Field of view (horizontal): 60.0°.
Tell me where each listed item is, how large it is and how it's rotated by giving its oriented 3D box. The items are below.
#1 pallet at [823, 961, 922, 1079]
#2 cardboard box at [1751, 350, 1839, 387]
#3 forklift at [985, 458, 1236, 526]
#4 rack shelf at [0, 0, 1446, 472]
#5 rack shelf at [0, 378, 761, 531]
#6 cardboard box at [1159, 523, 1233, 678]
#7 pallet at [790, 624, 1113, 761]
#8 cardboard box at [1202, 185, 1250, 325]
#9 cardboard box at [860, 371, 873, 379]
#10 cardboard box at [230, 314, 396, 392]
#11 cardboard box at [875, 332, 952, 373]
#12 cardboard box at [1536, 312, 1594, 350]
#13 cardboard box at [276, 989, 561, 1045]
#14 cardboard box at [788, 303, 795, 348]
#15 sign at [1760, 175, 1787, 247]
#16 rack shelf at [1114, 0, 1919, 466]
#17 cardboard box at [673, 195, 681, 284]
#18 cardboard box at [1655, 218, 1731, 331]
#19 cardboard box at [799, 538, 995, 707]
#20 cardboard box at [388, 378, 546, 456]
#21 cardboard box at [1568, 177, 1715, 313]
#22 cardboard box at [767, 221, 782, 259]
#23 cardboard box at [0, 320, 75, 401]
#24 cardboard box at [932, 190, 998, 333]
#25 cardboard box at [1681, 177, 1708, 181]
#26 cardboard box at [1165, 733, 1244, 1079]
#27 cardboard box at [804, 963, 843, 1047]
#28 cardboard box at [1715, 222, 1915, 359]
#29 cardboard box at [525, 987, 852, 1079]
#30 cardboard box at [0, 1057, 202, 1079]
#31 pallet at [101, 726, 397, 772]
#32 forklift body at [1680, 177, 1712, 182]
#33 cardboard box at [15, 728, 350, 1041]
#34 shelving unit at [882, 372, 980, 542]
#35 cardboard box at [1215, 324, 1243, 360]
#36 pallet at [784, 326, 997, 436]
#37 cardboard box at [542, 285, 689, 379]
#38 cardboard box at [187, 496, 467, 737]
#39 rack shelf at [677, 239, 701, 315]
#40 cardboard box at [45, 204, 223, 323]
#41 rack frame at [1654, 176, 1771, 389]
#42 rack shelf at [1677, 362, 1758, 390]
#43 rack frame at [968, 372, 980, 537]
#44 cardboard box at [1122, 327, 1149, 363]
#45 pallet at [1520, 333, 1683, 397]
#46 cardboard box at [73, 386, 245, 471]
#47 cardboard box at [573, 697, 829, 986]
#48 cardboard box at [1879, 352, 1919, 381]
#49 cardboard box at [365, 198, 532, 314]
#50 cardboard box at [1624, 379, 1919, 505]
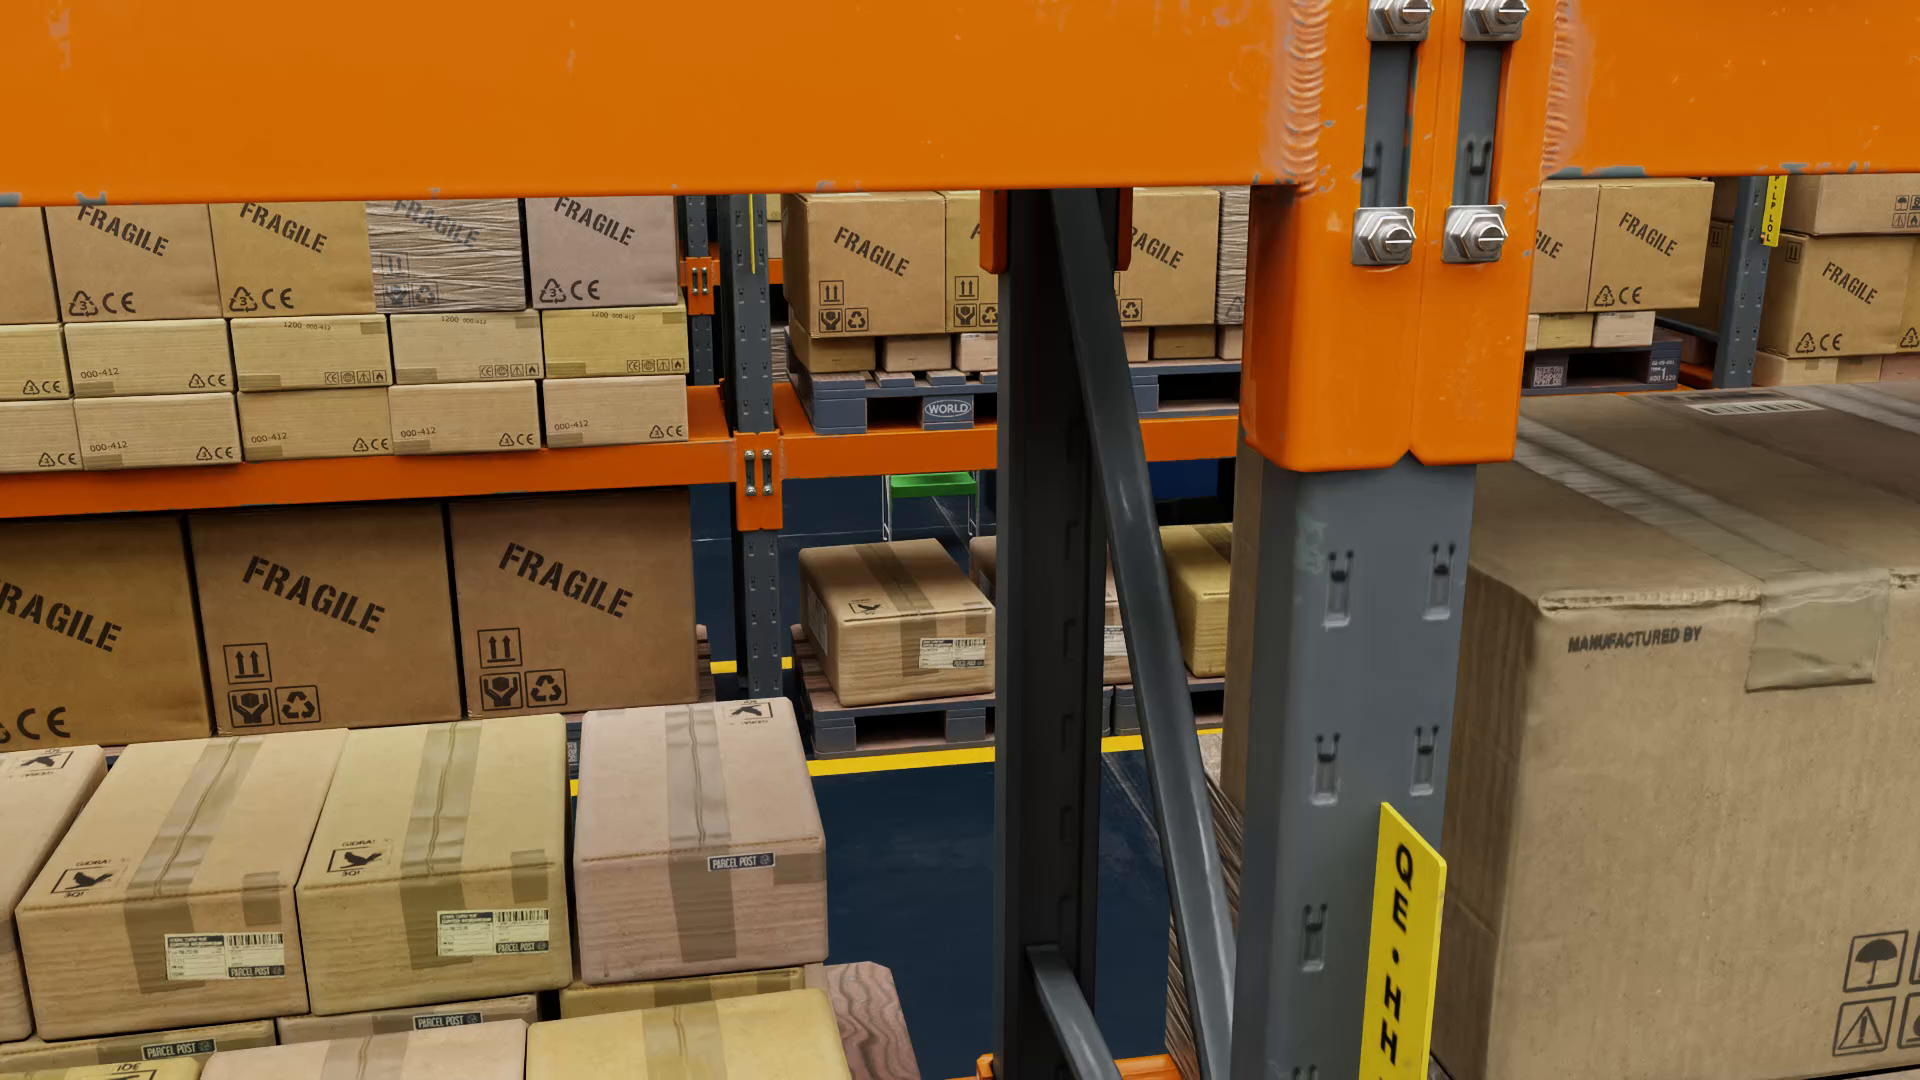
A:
[{"bbox_3d":[-0.478,0.879,1.669,1.003,0.211,1.213,-3,17,-10],"label":"pallet"},{"bbox_3d":[3.460,-0.733,7.016,0.250,0.149,0.380,-3,17,-11],"label":"cardboard box"},{"bbox_3d":[1.719,-1.521,9.272,3.031,2.935,1.130,-4,18,-13],"label":"forklift"},{"bbox_3d":[-1.762,-0.262,1.173,4.000,0.370,1.077,-3,17,-10],"label":"rack shelf"},{"bbox_3d":[-2.801,-0.250,6.241,4.000,0.370,1.077,-3,17,-10],"label":"rack shelf"},{"bbox_3d":[1.188,0.238,7.188,0.625,0.372,0.950,-3,17,-9],"label":"cardboard box"},{"bbox_3d":[-0.069,0.585,7.047,1.213,0.211,1.003,-3,17,-10],"label":"pallet"},{"bbox_3d":[1.172,-1.142,6.529,0.500,0.500,0.500,-4,18,-13],"label":"cardboard box"},{"bbox_3d":[-0.527,-1.271,11.669,0.625,0.625,0.875,-3,17,-9],"label":"cardboard box"},{"bbox_3d":[-2.266,-0.708,5.912,0.500,0.250,0.500,-4,17,-12],"label":"cardboard box"},{"bbox_3d":[-0.199,-0.756,6.377,0.250,0.149,0.380,-4,18,-14],"label":"cardboard box"},{"bbox_3d":[2.375,-0.890,6.815,0.250,0.149,0.380,-4,17,-12],"label":"cardboard box"},{"bbox_3d":[-0.577,0.478,1.851,0.250,0.149,0.380,-2,17,-8],"label":"cardboard box"},{"bbox_3d":[-0.560,-0.872,6.753,0.250,0.149,0.380,-3,17,-8],"label":"cardboard box"},{"bbox_3d":[3.199,-1.321,6.533,0.005,0.325,0.100,-3,17,-10],"label":"sign"},{"bbox_3d":[2.165,-0.485,1.898,4.000,0.370,1.077,-3,17,-10],"label":"rack shelf"},{"bbox_3d":[-1.368,-1.274,6.476,0.500,0.500,0.500,-4,17,-12],"label":"cardboard box"},{"bbox_3d":[3.479,-1.214,7.479,0.500,0.500,0.500,-4,17,-12],"label":"cardboard box"},{"bbox_3d":[-0.280,0.322,6.915,0.625,0.372,0.950,-4,18,-14],"label":"cardboard box"},{"bbox_3d":[-1.783,-0.497,6.077,0.500,0.250,0.500,-3,17,-9],"label":"cardboard box"},{"bbox_3d":[2.680,-1.226,6.804,0.500,0.500,0.500,-4,17,-11],"label":"cardboard box"},{"bbox_3d":[-1.300,-2.018,11.029,0.500,0.250,0.500,-3,17,-10],"label":"cardboard box"},{"bbox_3d":[-3.272,-0.650,5.723,0.500,0.250,0.500,-3,17,-10],"label":"cardboard box"},{"bbox_3d":[0.159,-1.085,6.343,0.500,0.500,0.500,-2,17,-8],"label":"cardboard box"},{"bbox_3d":[5.128,-2.500,12.171,0.500,0.500,0.500,-3,17,-9],"label":"cardboard box"},{"bbox_3d":[0.593,0.566,2.189,0.500,0.500,0.500,-3,17,-10],"label":"cardboard box"},{"bbox_3d":[-0.276,0.603,1.954,0.250,0.149,0.380,-3,17,-11],"label":"cardboard box"},{"bbox_3d":[3.575,-1.062,6.983,0.500,0.500,0.500,-3,17,-11],"label":"cardboard box"},{"bbox_3d":[-0.193,0.511,1.239,0.250,0.149,0.380,-4,18,-13],"label":"cardboard box"},{"bbox_3d":[-0.697,0.539,1.148,0.250,0.149,0.380,-3,17,-9],"label":"cardboard box"},{"bbox_3d":[-2.821,0.717,6.617,1.213,0.211,1.003,-3,17,-10],"label":"pallet"},{"bbox_3d":[4.557,-1.544,10.675,1.214,2.155,2.313,-3,17,-10],"label":"forklift body"},{"bbox_3d":[-0.794,0.350,1.764,0.250,0.149,0.380,-3,17,-11],"label":"cardboard box"},{"bbox_3d":[-0.163,-0.564,9.106,0.503,1.200,0.258,-3,17,-10],"label":"shelving unit"},{"bbox_3d":[1.113,-0.826,6.605,0.250,0.149,0.380,-3,17,-9],"label":"cardboard box"},{"bbox_3d":[-0.158,-0.684,6.755,1.003,0.211,1.213,-3,17,-10],"label":"pallet"},{"bbox_3d":[-1.264,-0.772,6.120,0.500,0.250,0.500,-3,17,-11],"label":"cardboard box"},{"bbox_3d":[-2.407,0.173,6.543,0.875,0.875,0.875,-3,17,-10],"label":"cardboard box"},{"bbox_3d":[-3.746,-1.680,10.899,4.000,0.370,1.077,-3,17,-10],"label":"rack shelf"},{"bbox_3d":[-2.784,-1.044,5.727,0.500,0.500,0.500,-4,17,-11],"label":"cardboard box"},{"bbox_3d":[3.090,-0.928,7.223,0.127,3.000,1.000,-3,17,-10],"label":"rack frame"},{"bbox_3d":[5.054,-0.695,7.691,4.000,0.370,1.077,-3,17,-10],"label":"rack shelf"},{"bbox_3d":[0.077,-0.578,9.150,0.015,1.200,0.240,-3,17,-10],"label":"rack frame"},{"bbox_3d":[0.575,-0.803,6.531,0.250,0.149,0.380,-2,17,-7],"label":"cardboard box"},{"bbox_3d":[2.312,-0.835,7.249,1.213,0.211,1.003,-3,17,-10],"label":"pallet"},{"bbox_3d":[-2.776,-0.437,5.882,0.500,0.250,0.500,-4,17,-11],"label":"cardboard box"},{"bbox_3d":[-0.294,0.322,1.855,0.250,0.149,0.380,-3,17,-10],"label":"cardboard box"},{"bbox_3d":[3.954,-0.785,7.187,0.250,0.149,0.380,-3,17,-11],"label":"cardboard box"},{"bbox_3d":[-1.797,-1.095,5.896,0.500,0.500,0.500,-3,17,-9],"label":"cardboard box"},{"bbox_3d":[1.140,0.140,1.874,0.500,0.500,0.700,-3,17,-11],"label":"cardboard box"}]
